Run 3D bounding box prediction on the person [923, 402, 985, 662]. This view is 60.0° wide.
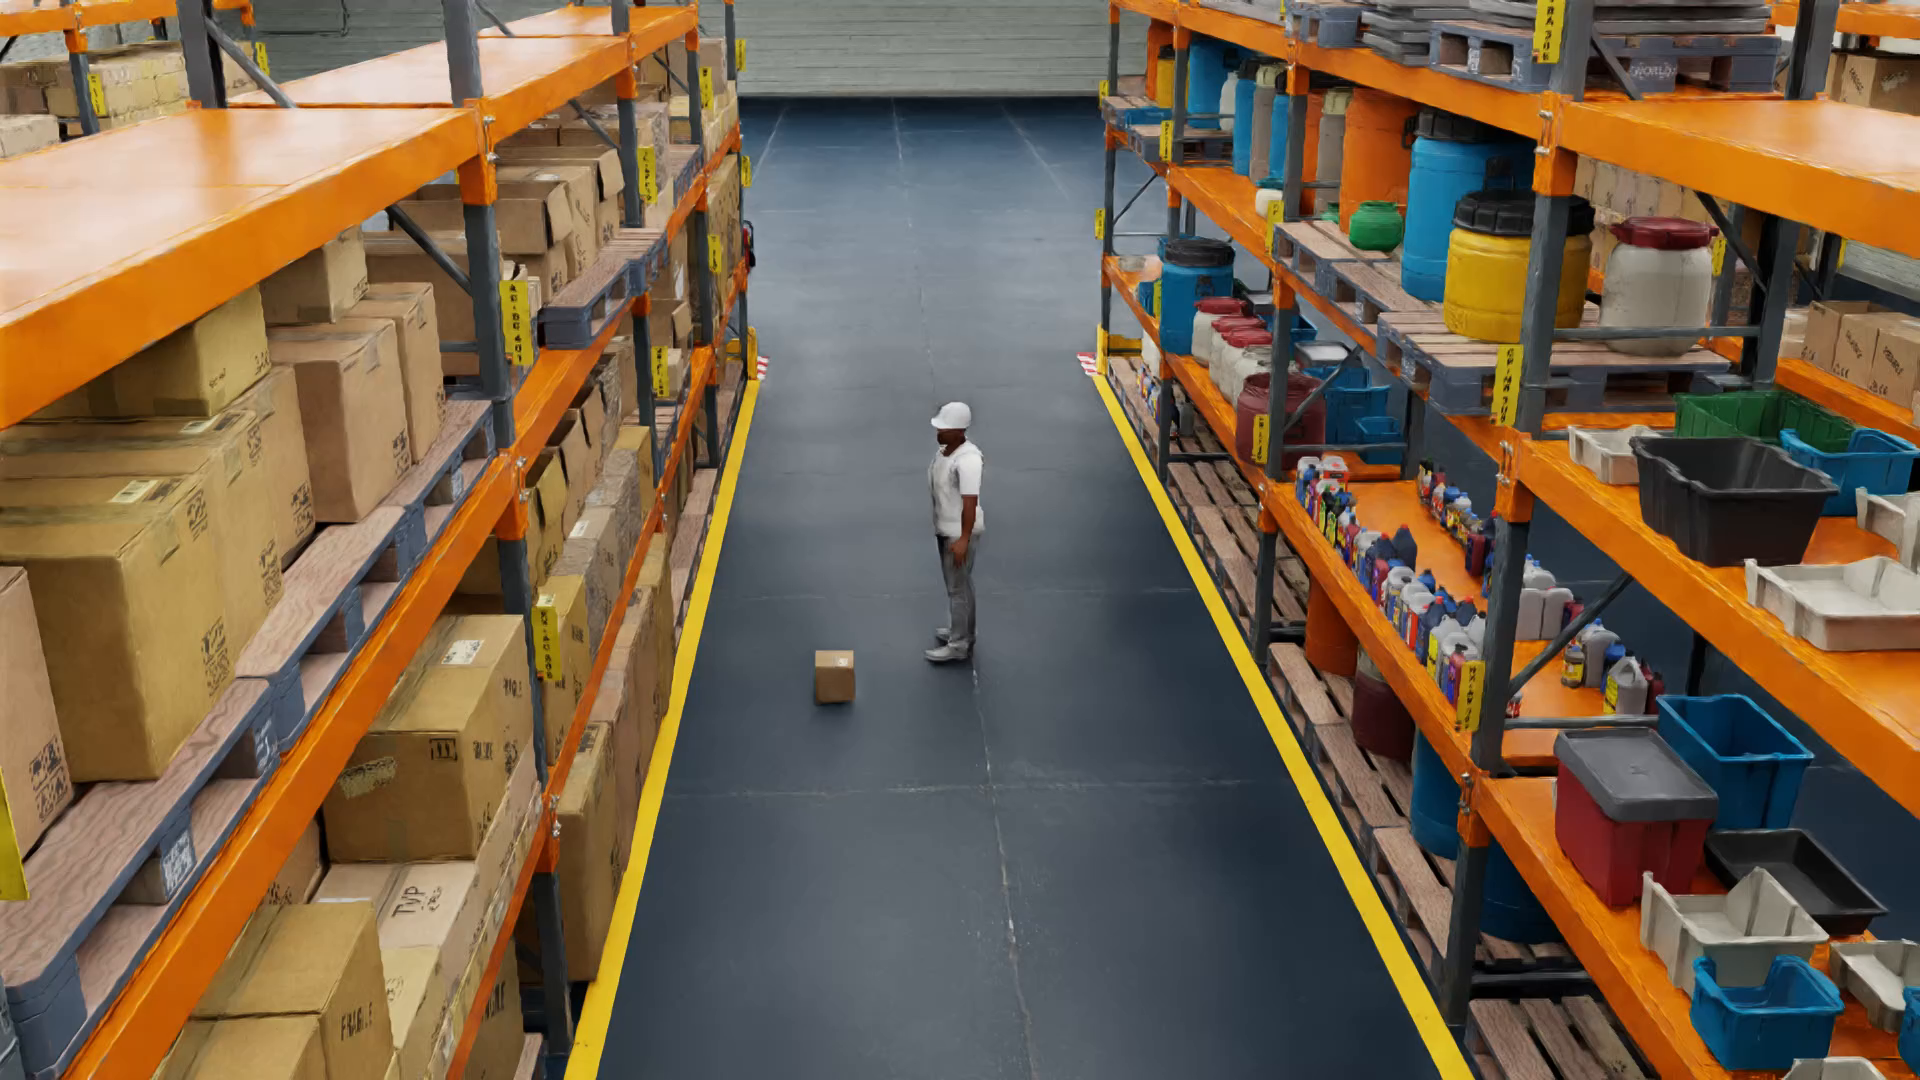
[{"bbox_3d":[-0.058,-0.057,11.127,0.444,1.769,0.688,-6,21,-16],"label":"person"}]
